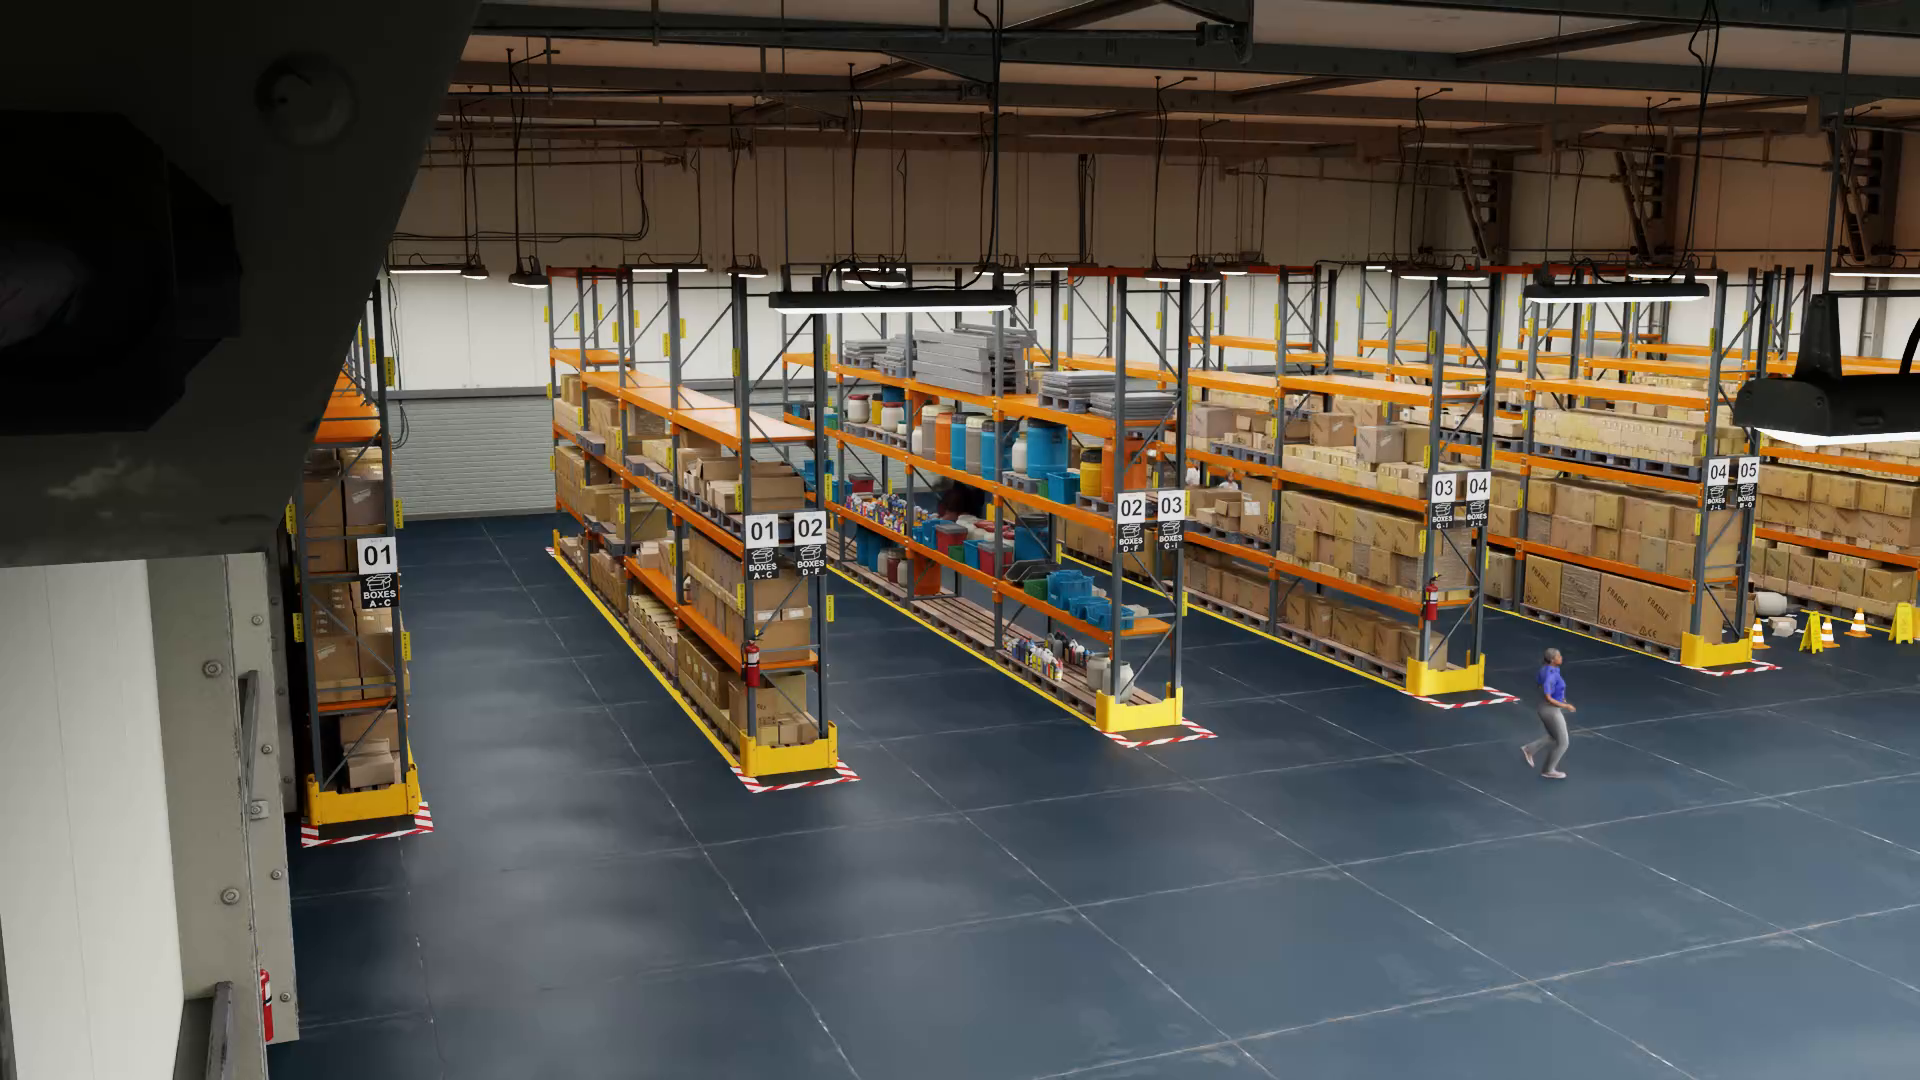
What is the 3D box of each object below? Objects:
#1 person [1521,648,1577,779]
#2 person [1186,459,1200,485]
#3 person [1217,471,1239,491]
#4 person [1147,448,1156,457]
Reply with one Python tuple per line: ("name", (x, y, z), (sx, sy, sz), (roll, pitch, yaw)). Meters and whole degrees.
("person", (7.127, 2.083, 20.078), (0.563, 1.603, 0.573), (2, 10, 12))
("person", (5.302, -1.022, 37.501), (0.670, 1.786, 0.844), (-5, 11, -24))
("person", (5.793, -0.692, 35.871), (0.531, 1.596, 0.878), (-4, 11, -22))
("person", (4.604, -1.633, 41.073), (0.670, 1.775, 0.717), (-5, 11, -26))
